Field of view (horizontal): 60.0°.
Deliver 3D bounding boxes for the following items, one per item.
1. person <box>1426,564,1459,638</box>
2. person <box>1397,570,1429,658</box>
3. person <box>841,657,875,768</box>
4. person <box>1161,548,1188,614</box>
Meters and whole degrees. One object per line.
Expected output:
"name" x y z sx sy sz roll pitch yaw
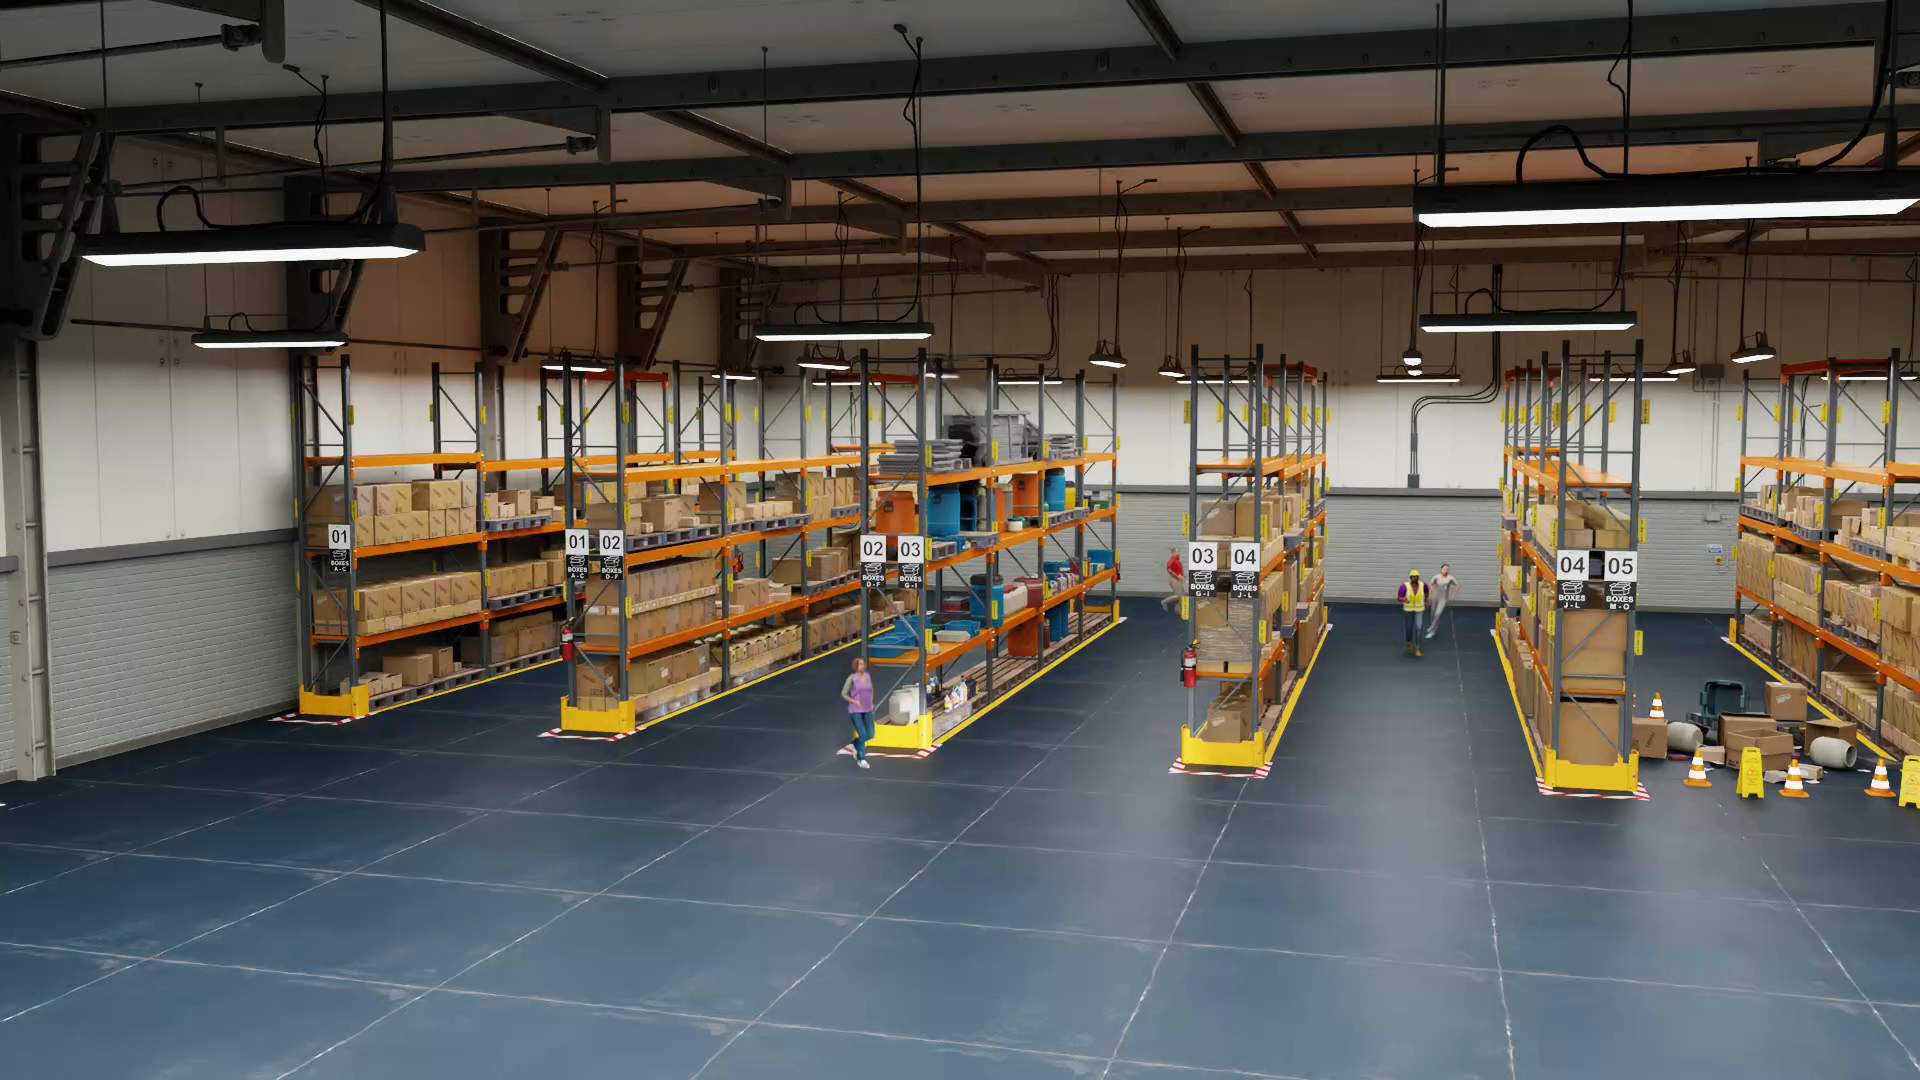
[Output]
"person" 10.893 1.352 37.611 0.686 1.649 0.913 2 5 27
"person" 9.472 1.505 34.772 0.640 1.796 0.890 1 4 14
"person" -1.428 2.464 23.749 0.554 1.575 0.539 -4 6 -39
"person" 5.398 1.032 41.758 0.629 1.672 0.663 2 5 21
